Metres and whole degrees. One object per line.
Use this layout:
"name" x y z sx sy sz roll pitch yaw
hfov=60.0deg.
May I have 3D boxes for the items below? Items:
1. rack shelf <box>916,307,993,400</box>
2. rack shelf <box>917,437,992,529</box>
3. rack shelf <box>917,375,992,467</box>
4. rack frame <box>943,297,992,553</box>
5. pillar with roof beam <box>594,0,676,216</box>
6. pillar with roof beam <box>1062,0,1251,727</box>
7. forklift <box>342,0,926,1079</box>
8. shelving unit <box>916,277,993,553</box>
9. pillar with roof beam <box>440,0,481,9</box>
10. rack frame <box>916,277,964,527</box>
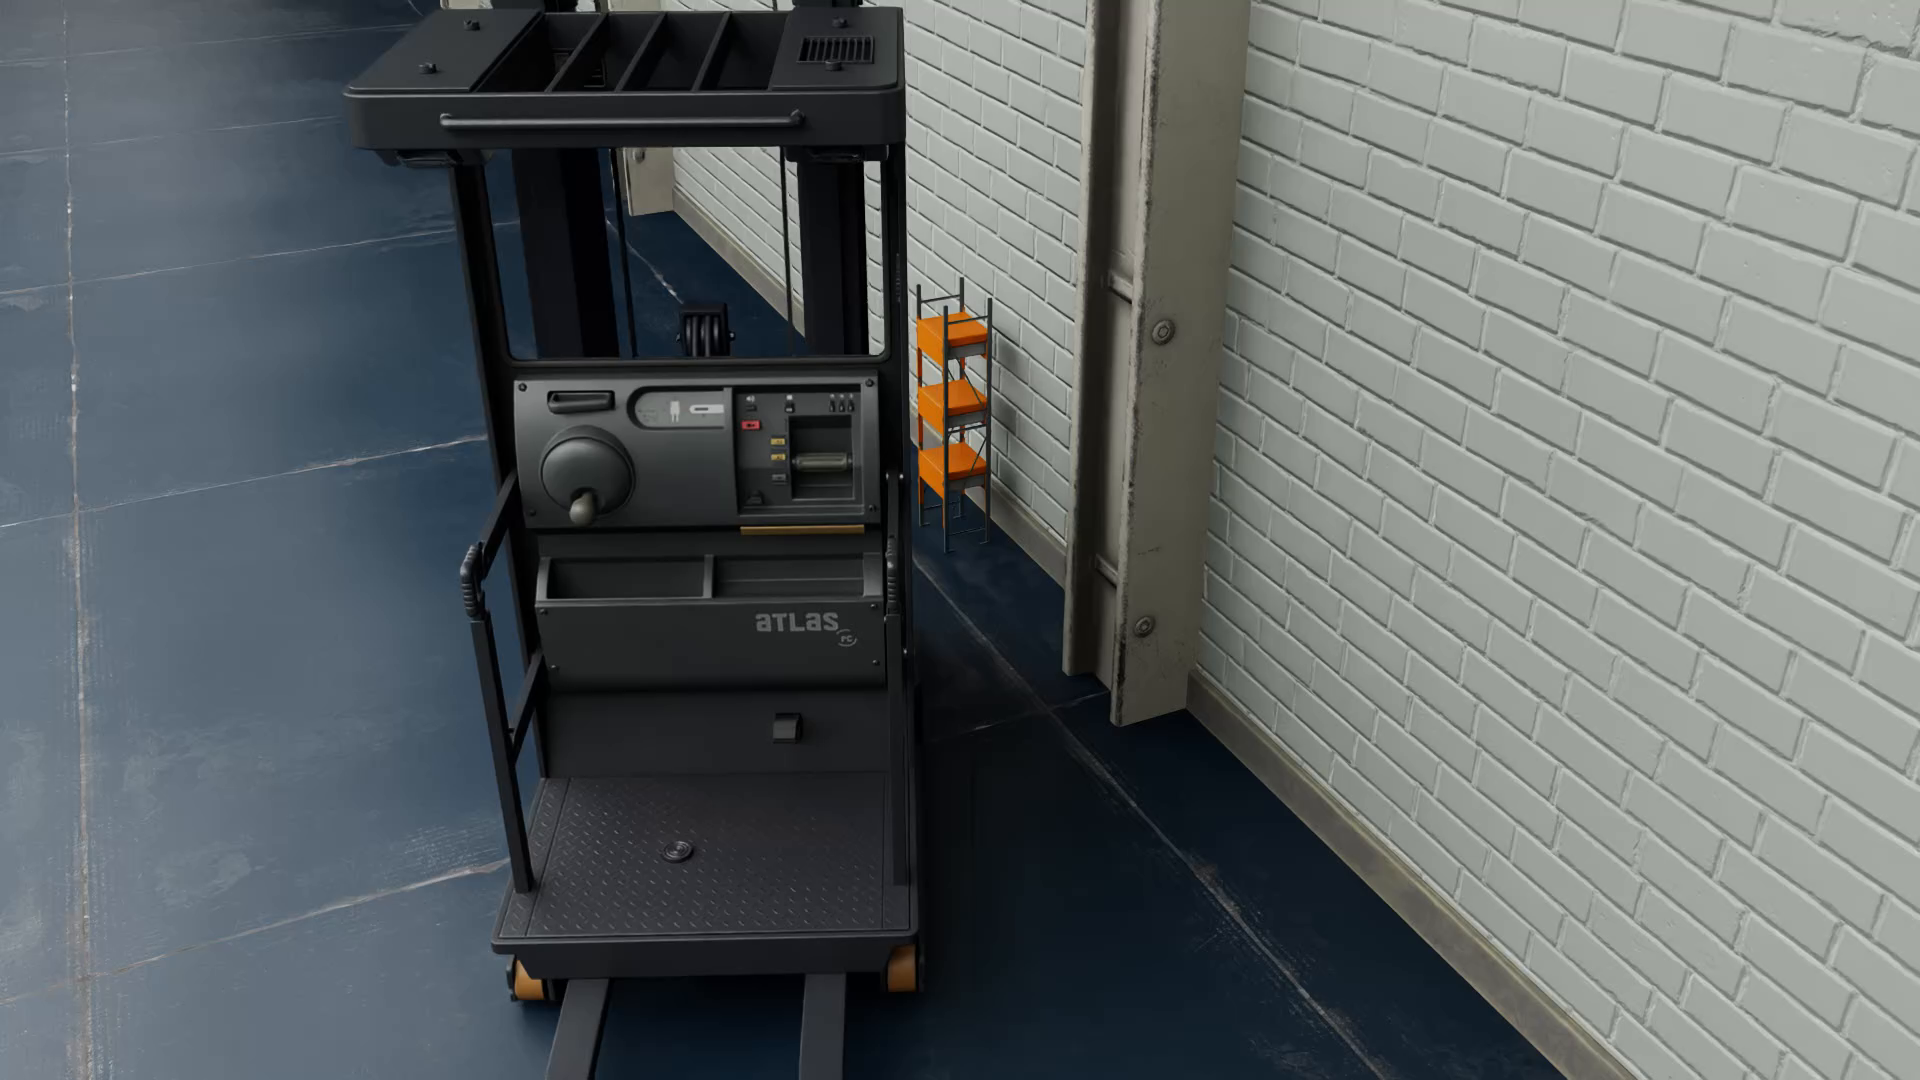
"rack shelf" -0.023 -0.720 6.402 0.215 0.259 0.240 -13 32 -22
"rack shelf" -0.023 -0.230 6.676 0.215 0.259 0.240 -13 32 -22
"rack shelf" -0.023 -0.472 6.541 0.215 0.259 0.240 -13 32 -22
"rack frame" 0.029 -0.428 6.439 0.200 1.050 0.008 -13 32 -22
"pillar with roof beam" -5.879 -5.158 6.747 9.100 9.000 0.400 -13 32 -22
"pillar with roof beam" -3.303 -2.507 2.021 9.100 9.000 0.400 -13 32 -22
"forklift" -0.663 -0.187 4.088 1.130 2.935 3.031 -1 29 -2
"shelving unit" -0.023 -0.482 6.535 0.215 1.050 0.252 -13 32 -22
"pillar with roof beam" -8.454 -7.808 11.474 9.100 9.000 0.400 -13 32 -22
"rack frame" -0.075 -0.535 6.631 0.200 1.050 0.008 -13 32 -22
